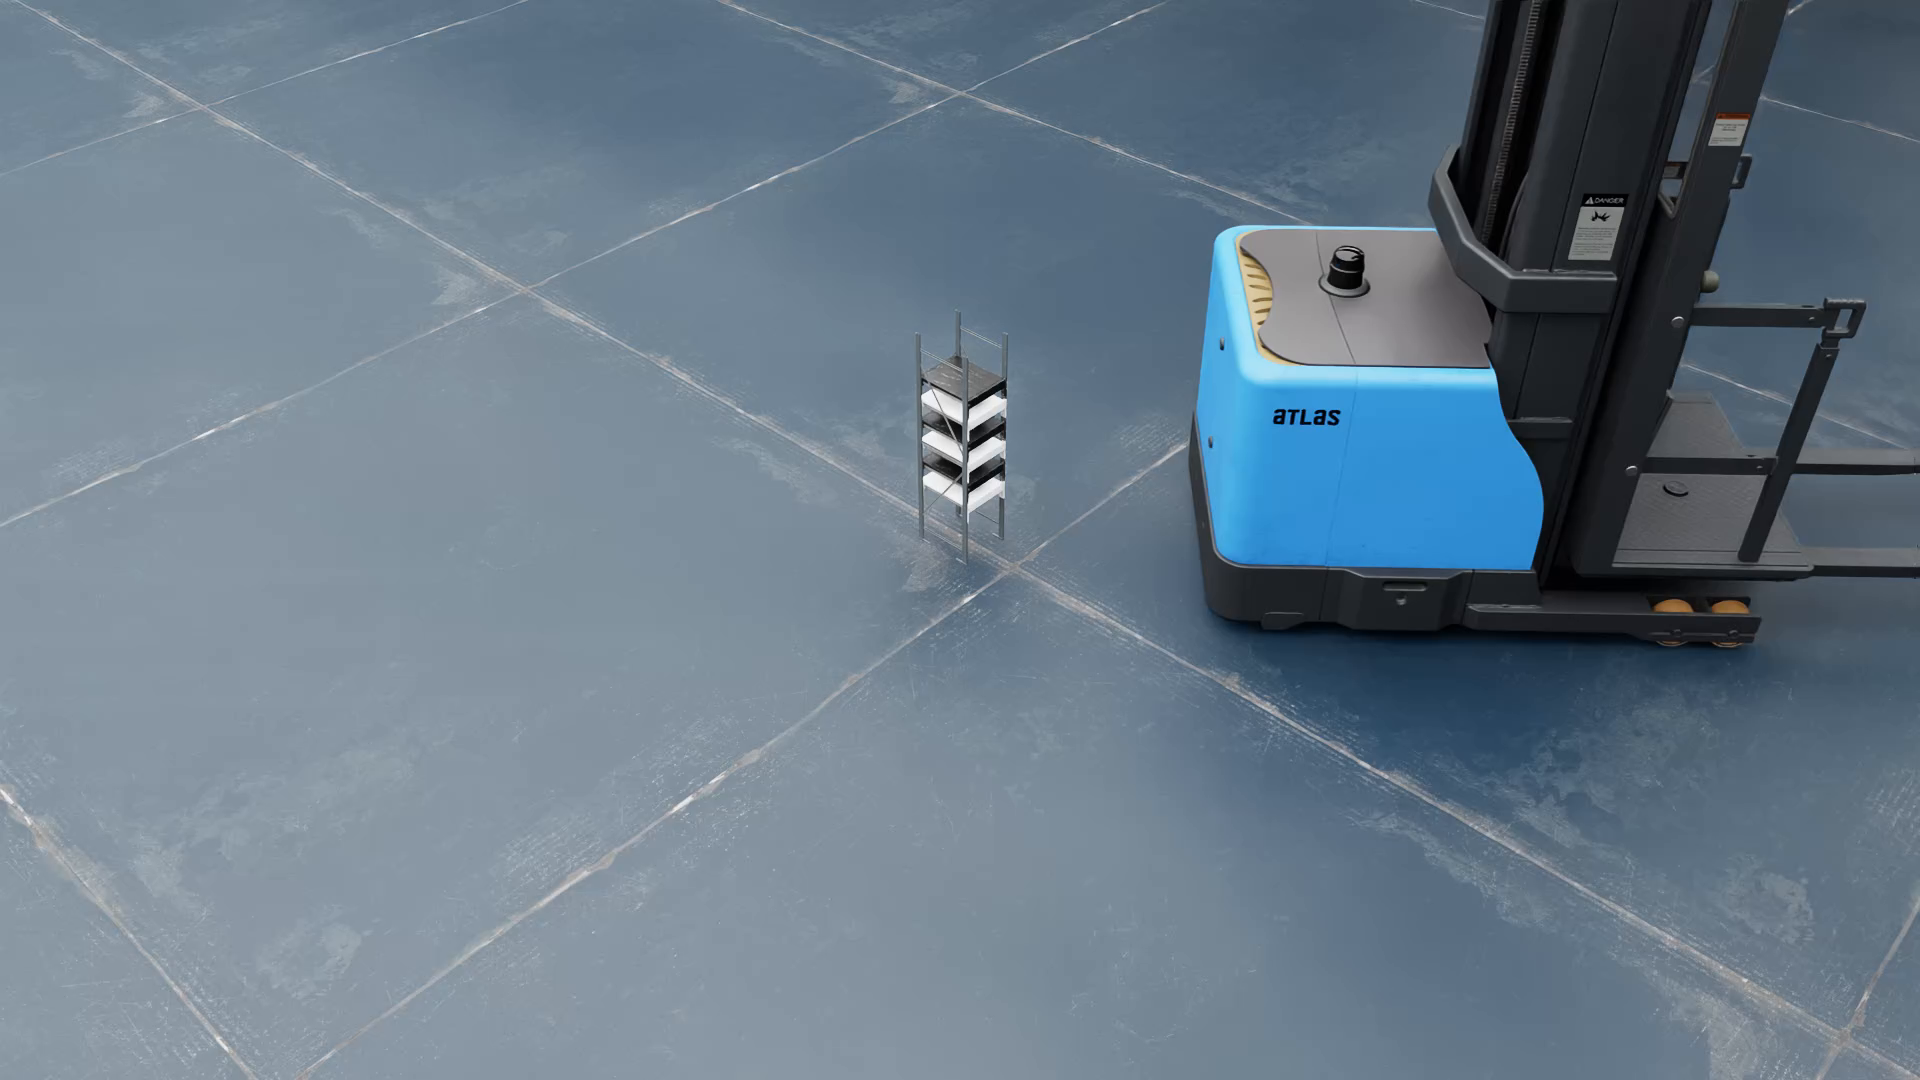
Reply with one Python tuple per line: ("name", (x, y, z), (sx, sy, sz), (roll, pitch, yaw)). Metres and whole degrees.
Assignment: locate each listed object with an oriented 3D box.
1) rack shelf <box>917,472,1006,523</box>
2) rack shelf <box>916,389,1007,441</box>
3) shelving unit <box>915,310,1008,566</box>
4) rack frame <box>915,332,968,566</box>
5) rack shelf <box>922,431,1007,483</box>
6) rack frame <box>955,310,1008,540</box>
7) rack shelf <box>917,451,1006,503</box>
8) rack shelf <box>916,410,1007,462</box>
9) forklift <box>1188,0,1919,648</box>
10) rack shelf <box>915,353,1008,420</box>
("rack shelf", (0.005, -0.189, 6.107), (0.258, 0.077, 0.200), (30, 47, 32))
("rack shelf", (0.005, -0.471, 5.883), (0.258, 0.077, 0.200), (30, 47, 32))
("shelving unit", (0.005, -0.356, 5.975), (0.258, 0.900, 0.210), (30, 47, 32))
("rack frame", (-0.063, -0.309, 5.916), (0.240, 0.900, 0.006), (30, 47, 32))
("rack shelf", (0.005, -0.330, 5.995), (0.258, 0.077, 0.200), (30, 47, 32))
("rack frame", (0.074, -0.403, 6.033), (0.240, 0.900, 0.006), (30, 47, 32))
("rack shelf", (0.005, -0.259, 6.051), (0.258, 0.077, 0.200), (30, 47, 32))
("rack shelf", (0.005, -0.400, 5.939), (0.258, 0.077, 0.200), (30, 47, 32))
("forklift", (2.397, -1.112, 5.293), (3.031, 2.935, 1.130), (1, 39, 1))
("rack shelf", (0.005, -0.541, 5.827), (0.258, 0.077, 0.200), (30, 47, 32))
